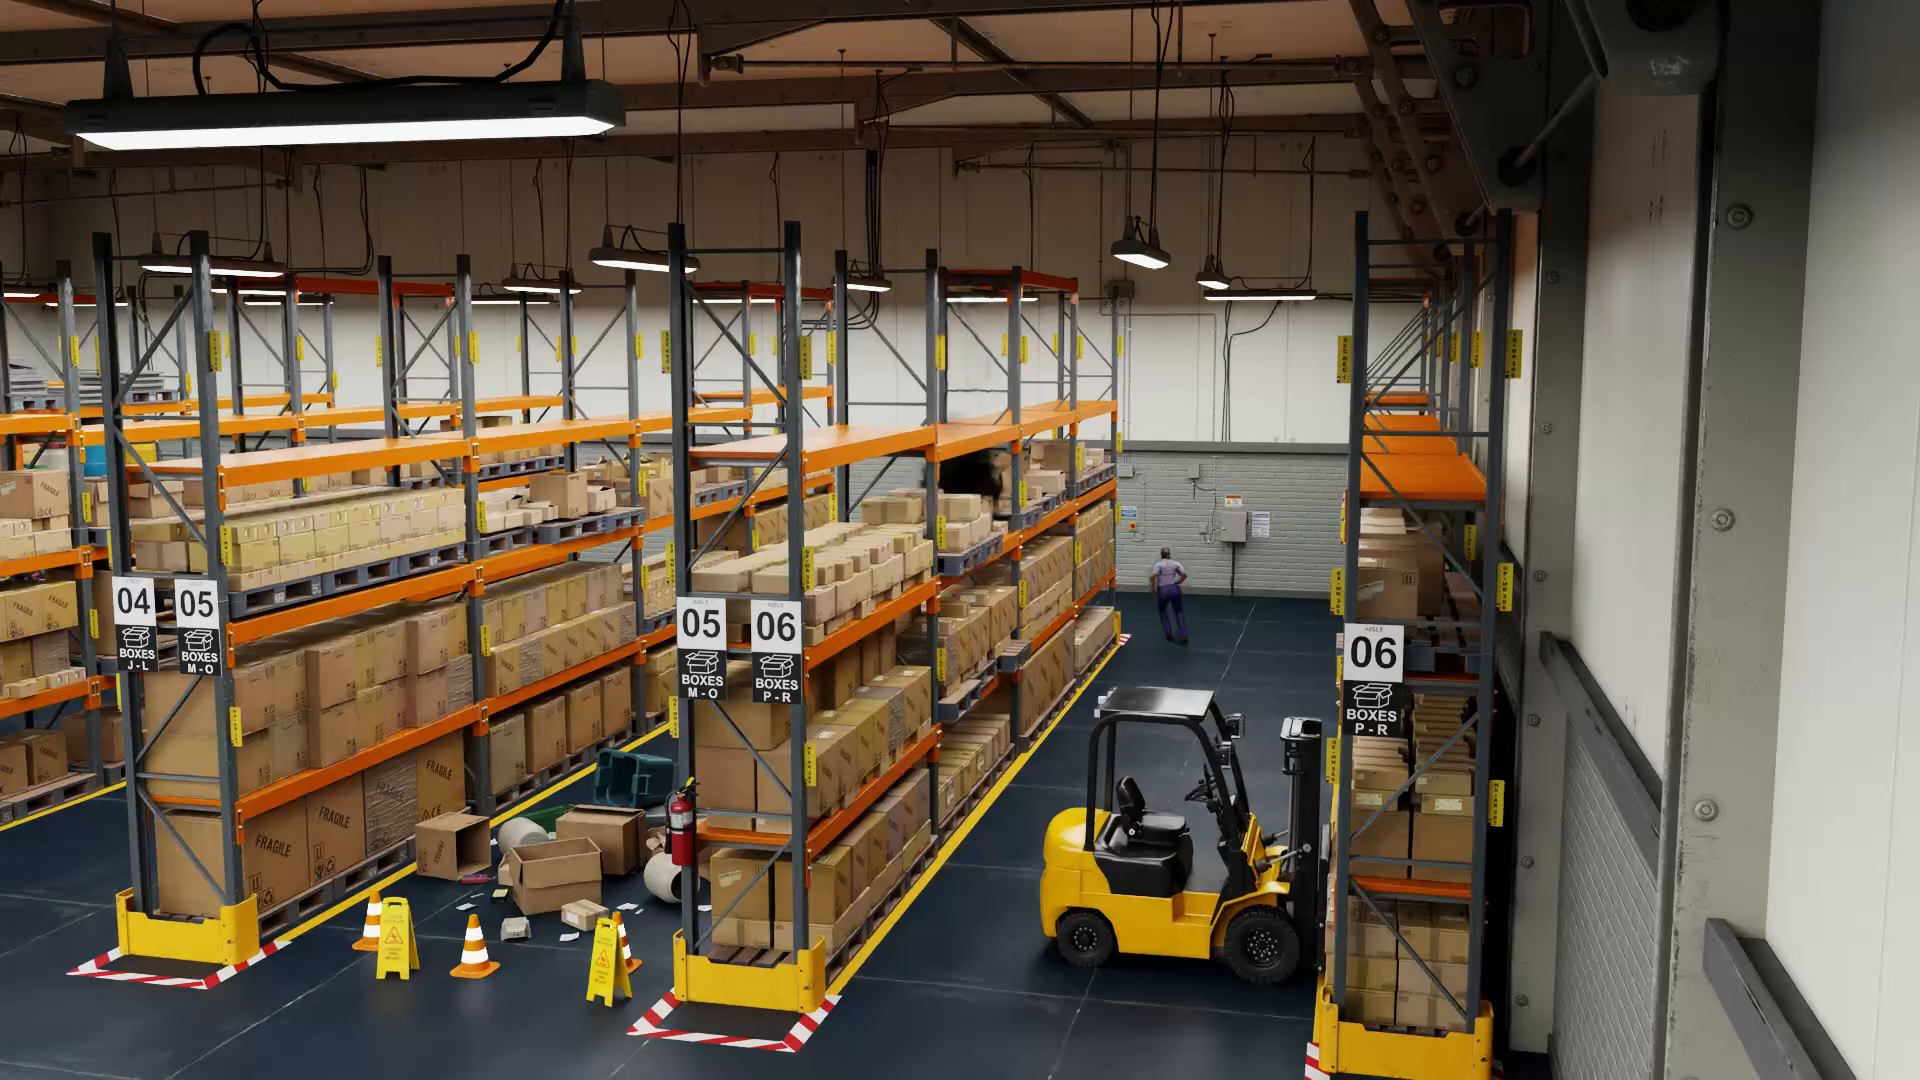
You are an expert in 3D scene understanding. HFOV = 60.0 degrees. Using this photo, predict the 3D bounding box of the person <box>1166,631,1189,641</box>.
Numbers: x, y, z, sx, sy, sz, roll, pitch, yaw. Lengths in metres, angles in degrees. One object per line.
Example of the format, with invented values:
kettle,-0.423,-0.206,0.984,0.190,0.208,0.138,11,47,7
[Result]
person,3.678,1.609,28.258,0.381,0.330,0.594,0,7,-4
